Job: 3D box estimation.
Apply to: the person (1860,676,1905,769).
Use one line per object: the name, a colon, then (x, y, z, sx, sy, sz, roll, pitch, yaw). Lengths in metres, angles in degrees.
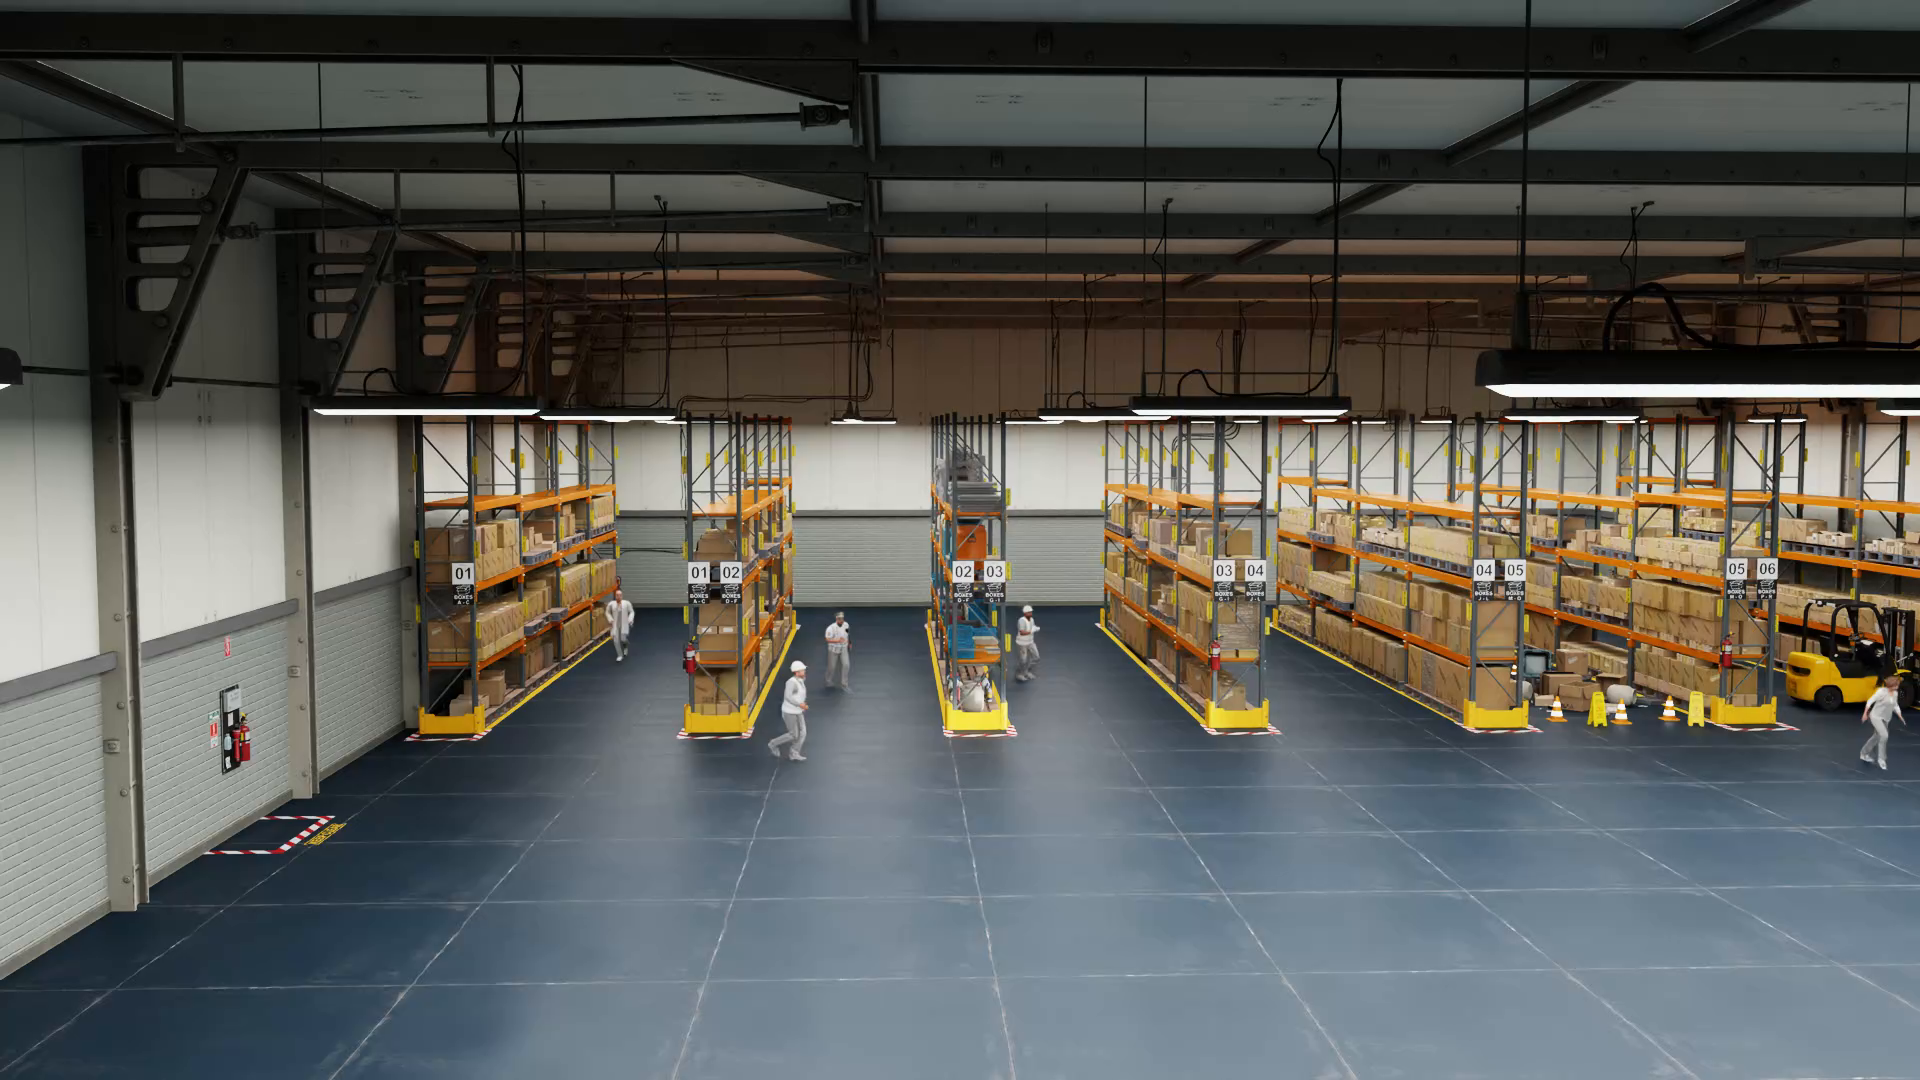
person: (15.564, 3.042, 28.151, 0.525, 1.540, 0.729, -1, 4, -17)

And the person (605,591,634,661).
person: (-8.334, 2.098, 40.694, 0.687, 1.724, 0.680, 0, 4, -5)

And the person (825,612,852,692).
person: (-2.647, 2.412, 36.096, 0.667, 1.754, 0.976, -2, 4, -25)

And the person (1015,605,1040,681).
person: (1.468, 2.326, 37.269, 0.598, 1.738, 0.875, -3, 5, -42)

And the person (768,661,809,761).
person: (-2.914, 2.931, 28.530, 0.757, 1.725, 0.654, 1, 4, 16)
